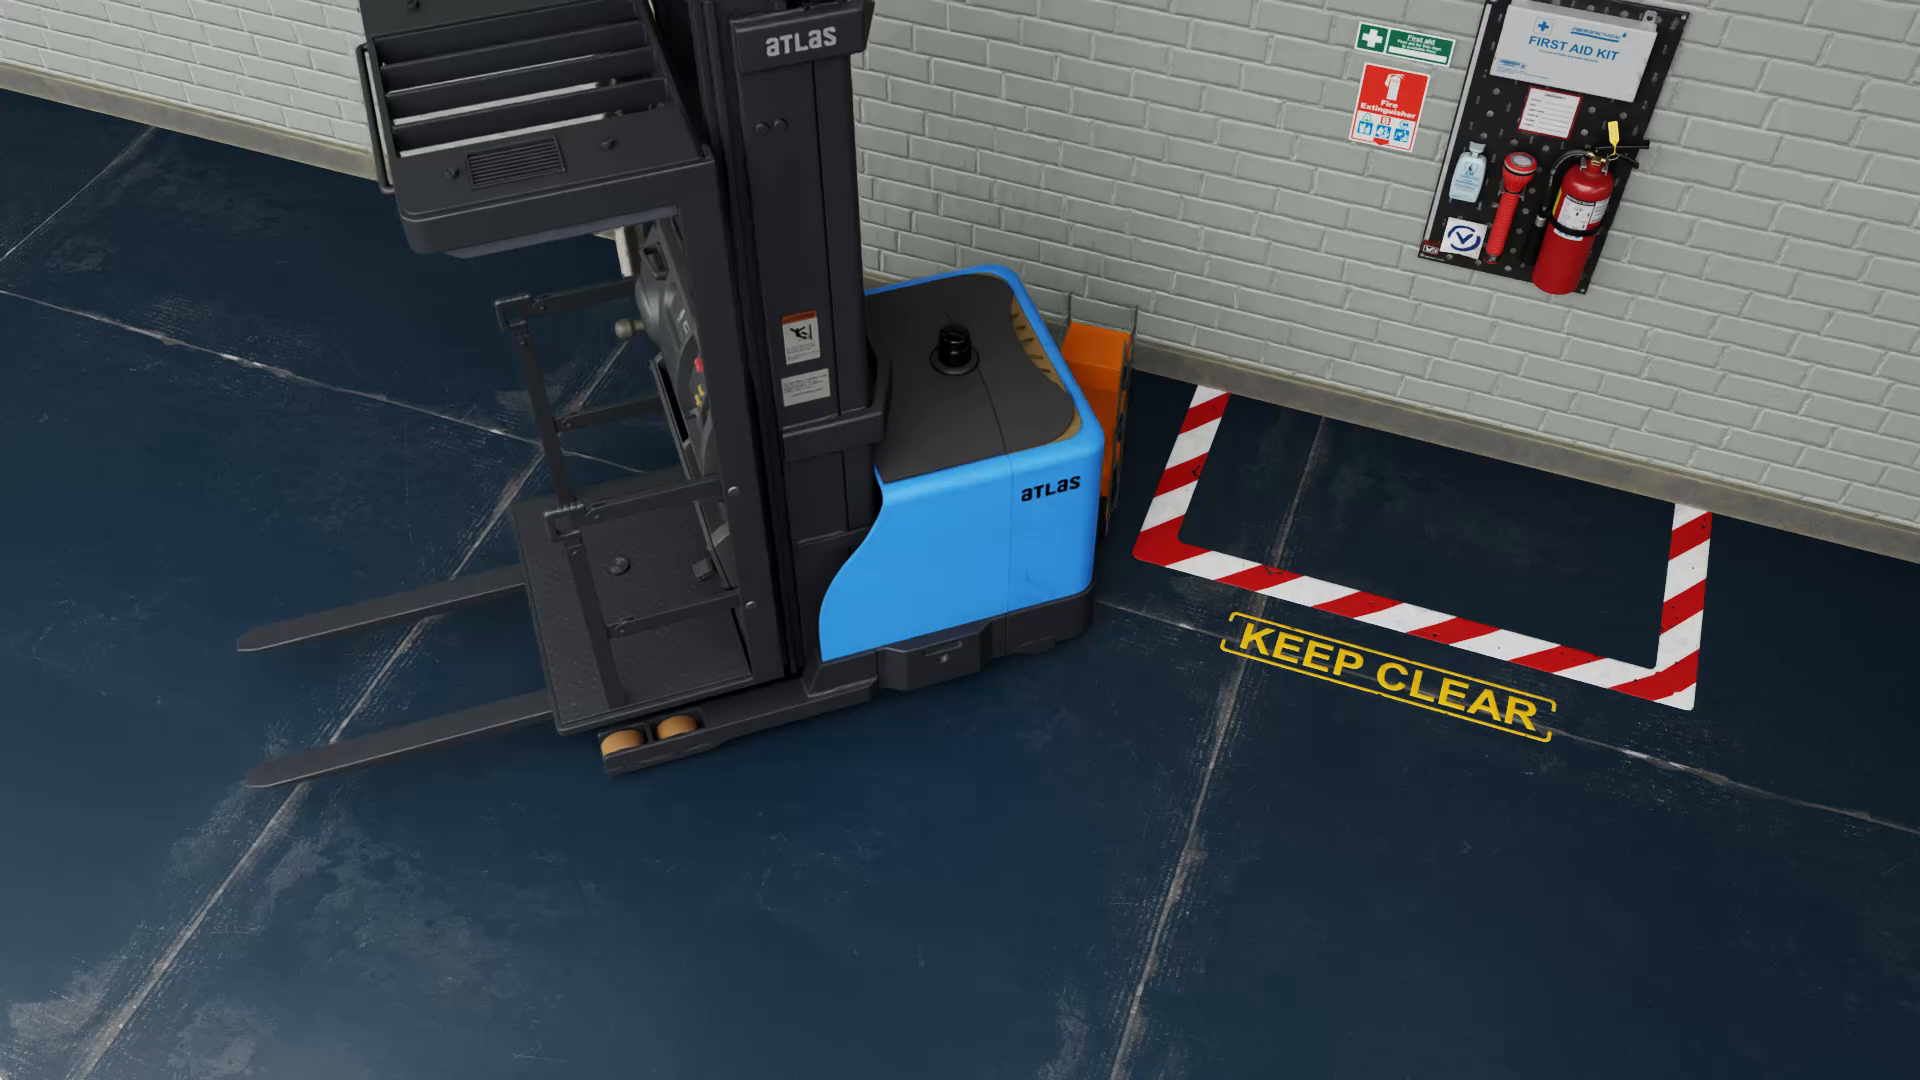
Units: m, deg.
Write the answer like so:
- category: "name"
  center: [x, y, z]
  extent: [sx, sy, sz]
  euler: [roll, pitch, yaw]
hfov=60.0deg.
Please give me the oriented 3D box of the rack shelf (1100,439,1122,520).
- category: "rack shelf"
  center: [0.490, -0.262, 6.530]
  extent: [0.240, 0.259, 0.215]
  euler: [13, 50, 11]

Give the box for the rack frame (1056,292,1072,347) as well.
- category: "rack frame"
  center: [0.373, -0.477, 6.335]
  extent: [0.008, 1.050, 0.200]
  euler: [13, 50, 11]

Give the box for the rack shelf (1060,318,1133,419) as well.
- category: "rack shelf"
  center: [0.490, -0.630, 6.106]
  extent: [0.240, 0.259, 0.215]
  euler: [13, 50, 11]

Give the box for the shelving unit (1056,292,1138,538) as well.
- category: "shelving unit"
  center: [0.490, -0.451, 6.312]
  extent: [0.252, 1.050, 0.215]
  euler: [13, 50, 11]

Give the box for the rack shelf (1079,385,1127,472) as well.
- category: "rack shelf"
  center: [0.490, -0.444, 6.320]
  extent: [0.240, 0.259, 0.215]
  euler: [13, 50, 11]

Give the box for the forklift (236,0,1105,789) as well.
- category: "forklift"
  center: [-1.075, -0.585, 5.184]
  extent: [3.031, 2.935, 1.130]
  euler: [-14, 51, -12]

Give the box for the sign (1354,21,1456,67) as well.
- category: "sign"
  center: [1.534, -1.711, 5.740]
  extent: [0.331, 0.109, 0.001]
  euler: [16, 51, 13]

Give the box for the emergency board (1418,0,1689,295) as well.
- category: "emergency board"
  center: [2.016, -1.315, 5.772]
  extent: [0.643, 1.169, 0.194]
  euler: [16, 51, 13]

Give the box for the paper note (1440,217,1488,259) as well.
- category: "paper note"
  center: [1.873, -1.122, 6.187]
  extent: [0.142, 0.148, 0.016]
  euler: [16, 51, 13]

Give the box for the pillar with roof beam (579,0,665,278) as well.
- category: "pillar with roof beam"
  center: [-2.800, -1.126, 1.637]
  extent: [0.400, 9.000, 9.100]
  euler: [16, 51, 13]

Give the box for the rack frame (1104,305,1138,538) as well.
- category: "rack frame"
  center: [0.607, -0.424, 6.290]
  extent: [0.008, 1.050, 0.200]
  euler: [13, 50, 11]

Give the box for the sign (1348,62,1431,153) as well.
- category: "sign"
  center: [1.533, -1.545, 5.947]
  extent: [0.234, 0.329, 0.001]
  euler: [16, 51, 13]
